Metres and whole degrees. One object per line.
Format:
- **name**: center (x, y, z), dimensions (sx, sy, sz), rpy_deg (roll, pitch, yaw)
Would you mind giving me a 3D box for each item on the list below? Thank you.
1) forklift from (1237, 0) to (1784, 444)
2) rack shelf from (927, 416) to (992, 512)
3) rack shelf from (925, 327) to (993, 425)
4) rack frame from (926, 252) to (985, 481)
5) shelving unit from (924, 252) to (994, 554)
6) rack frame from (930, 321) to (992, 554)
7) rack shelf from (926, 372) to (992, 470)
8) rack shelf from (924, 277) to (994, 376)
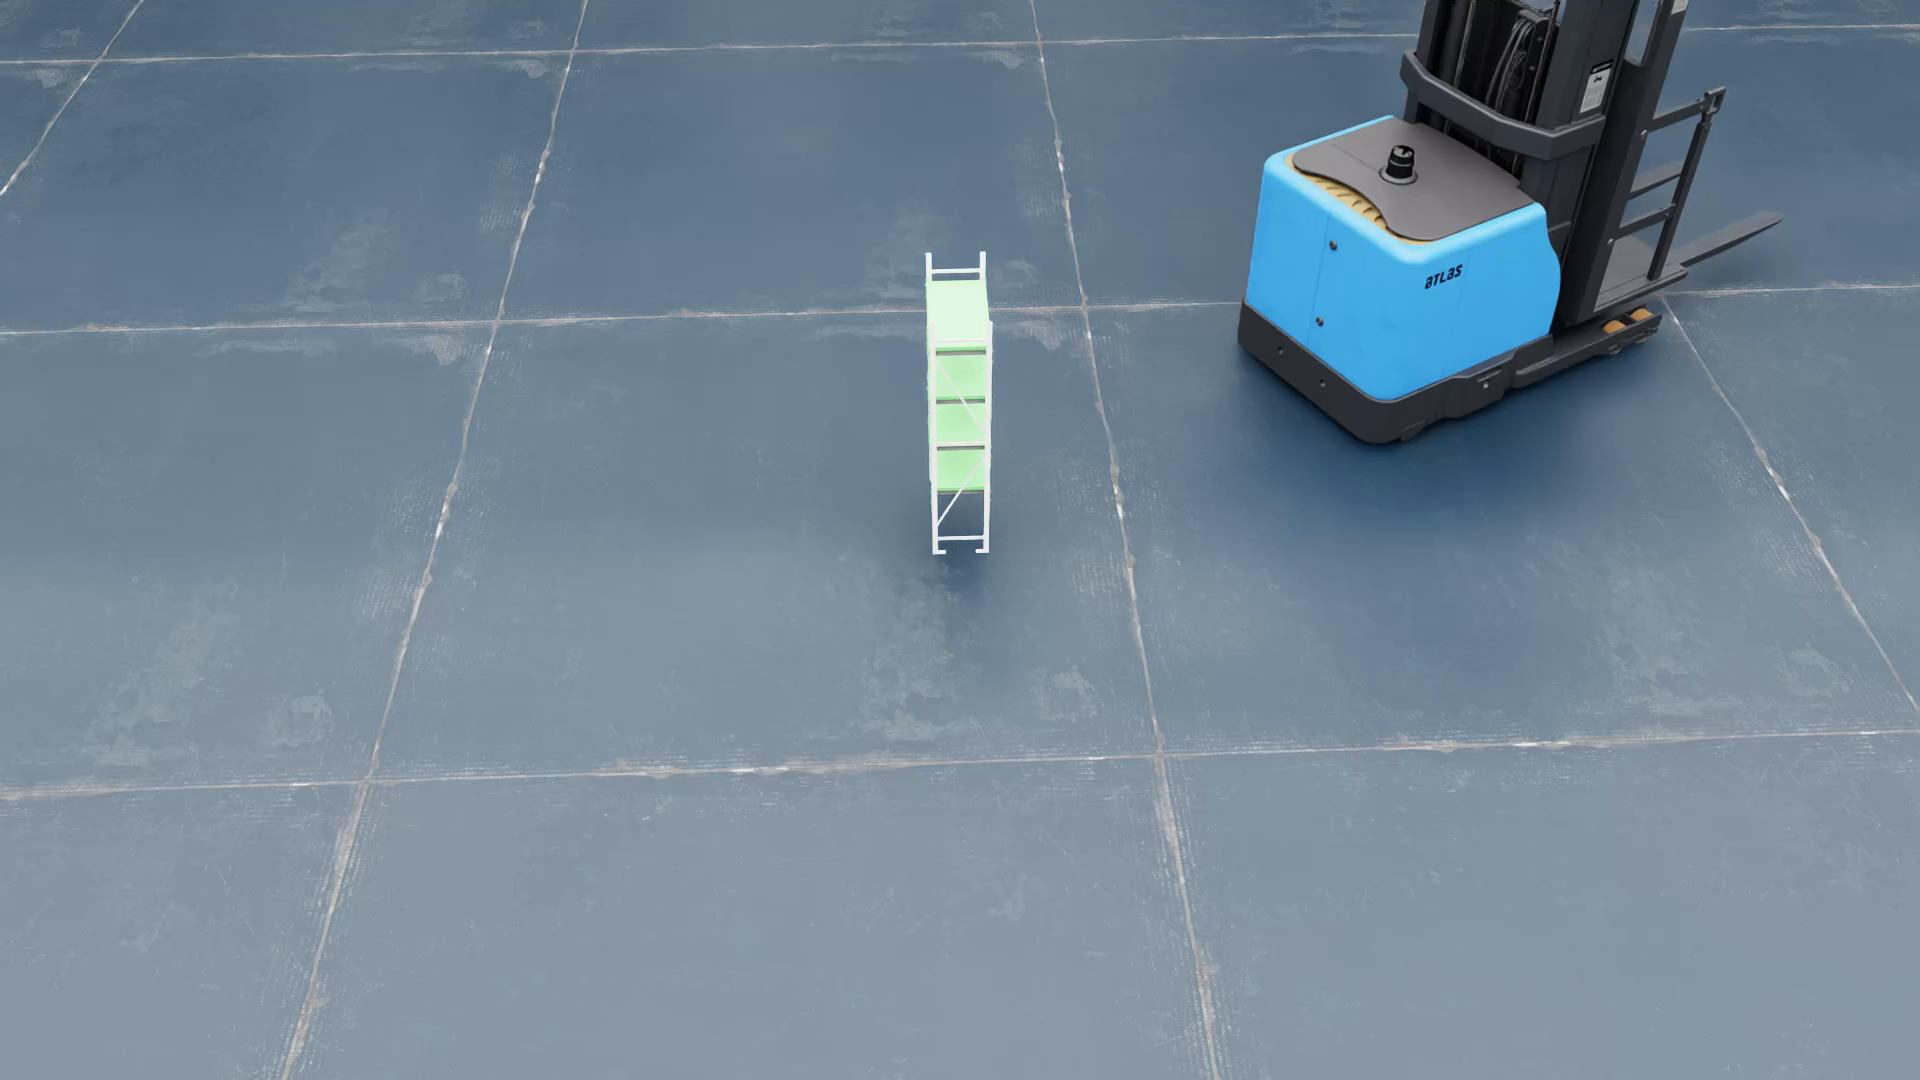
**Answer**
- **forklift**: center (2.895, -2.281, 7.570), dimensions (3.031, 2.935, 1.130), rpy_deg (-23, 47, -23)
- **rack shelf**: center (-0.007, -0.330, 7.172), dimensions (0.258, 0.148, 0.480), rpy_deg (-2, 43, -2)
- **rack shelf**: center (-0.007, -0.684, 6.848), dimensions (0.258, 0.148, 0.480), rpy_deg (-2, 43, -2)
- **rack frame**: center (-0.017, -0.719, 7.146), dimensions (0.240, 1.200, 0.015), rpy_deg (-2, 43, -2)
- **shelving unit**: center (-0.007, -0.554, 6.966), dimensions (0.258, 1.200, 0.503), rpy_deg (-2, 43, -2)
- **rack frame**: center (0.003, -0.389, 6.787), dimensions (0.240, 1.200, 0.015), rpy_deg (-2, 43, -2)
- **rack shelf**: center (-0.007, -0.507, 7.010), dimensions (0.258, 0.148, 0.480), rpy_deg (-2, 43, -2)
- **rack shelf**: center (-0.007, -0.861, 6.685), dimensions (0.258, 0.148, 0.480), rpy_deg (-2, 43, -2)
